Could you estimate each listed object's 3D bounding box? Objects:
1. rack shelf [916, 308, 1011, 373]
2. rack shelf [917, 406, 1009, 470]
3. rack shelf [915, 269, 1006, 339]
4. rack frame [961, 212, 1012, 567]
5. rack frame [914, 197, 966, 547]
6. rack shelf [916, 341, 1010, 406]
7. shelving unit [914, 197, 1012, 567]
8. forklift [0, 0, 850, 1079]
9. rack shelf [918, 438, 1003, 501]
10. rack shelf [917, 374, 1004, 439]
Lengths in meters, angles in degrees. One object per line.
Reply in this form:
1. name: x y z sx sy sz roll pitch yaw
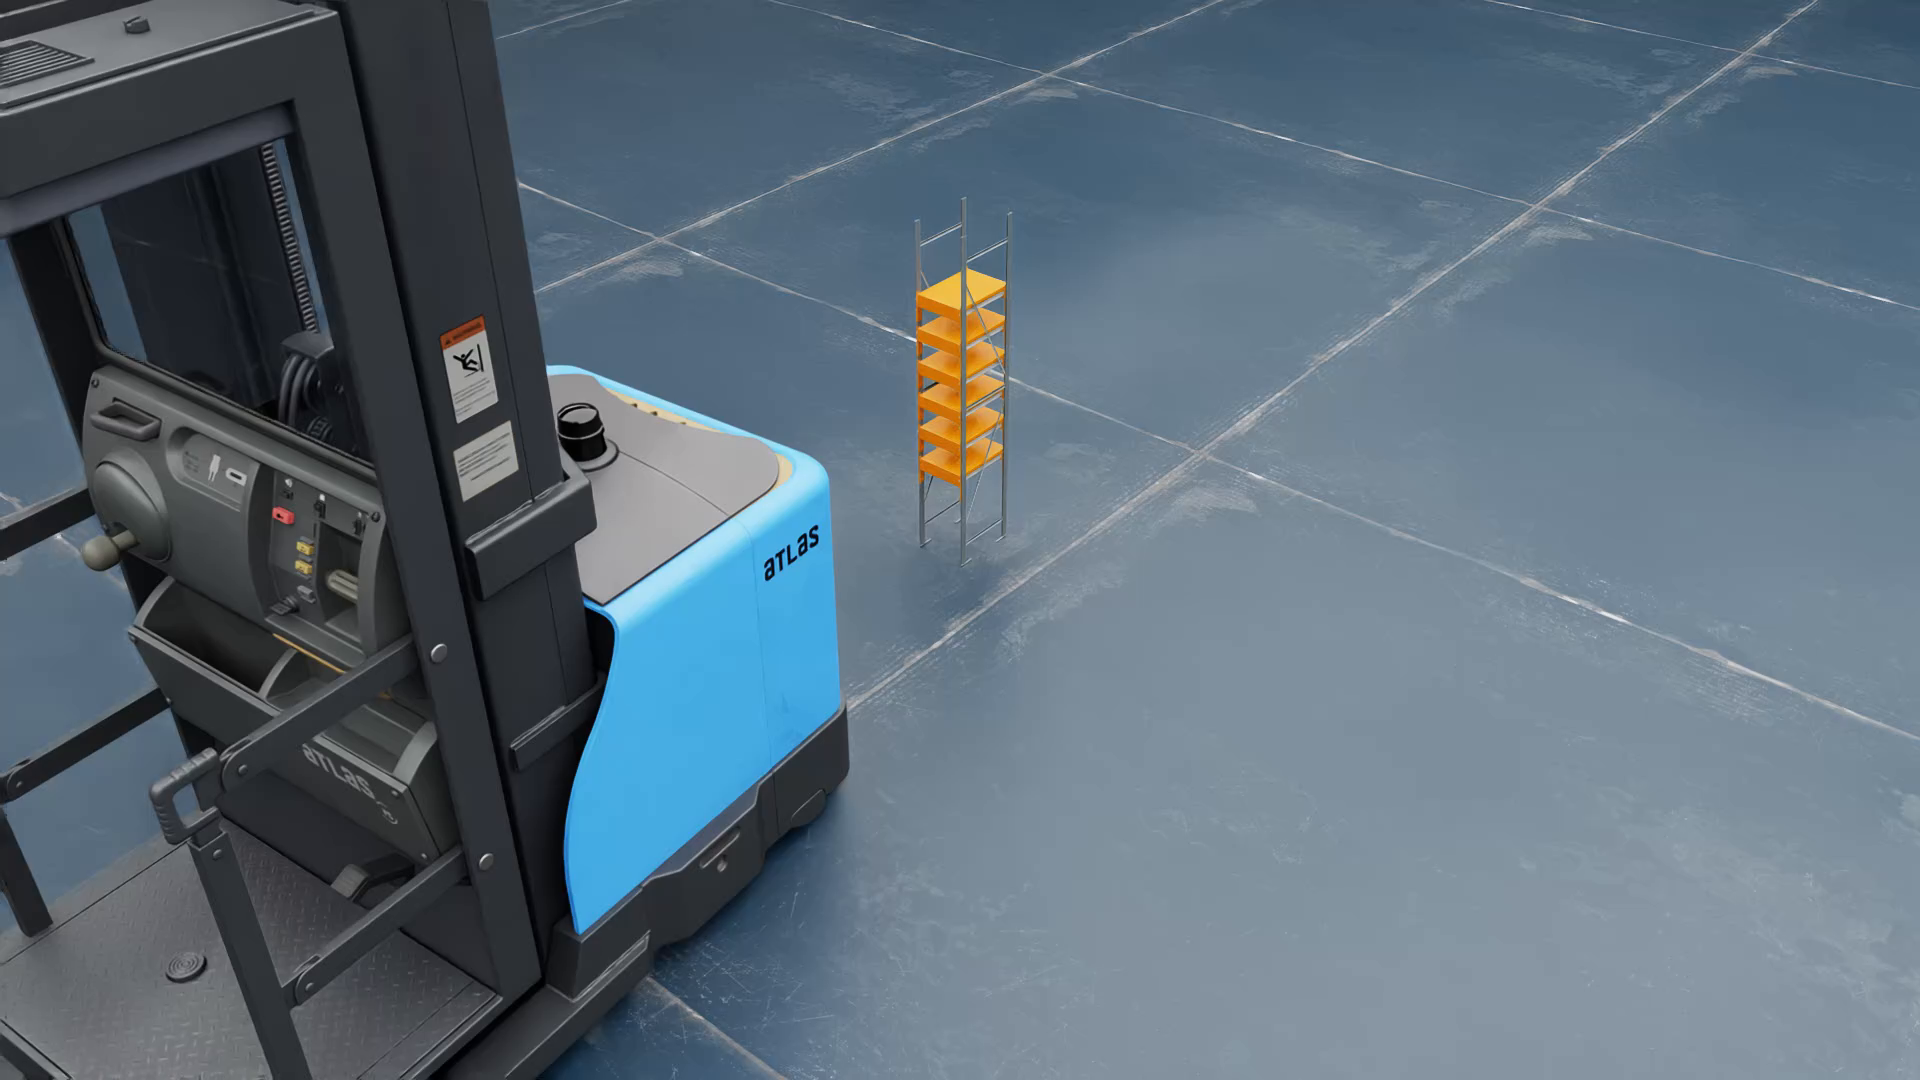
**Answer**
1. rack shelf: 0.011 -0.651 5.292 0.180 0.103 0.258 25 42 32
2. rack shelf: 0.011 -0.354 5.496 0.180 0.103 0.258 25 42 32
3. rack shelf: 0.011 -0.749 5.224 0.180 0.103 0.258 25 42 32
4. rack frame: 0.081 -0.456 5.354 0.006 1.200 0.240 25 42 32
5. rack frame: -0.059 -0.523 5.451 0.006 1.200 0.240 25 42 32
6. rack shelf: 0.011 -0.552 5.360 0.180 0.103 0.258 25 42 32
7. shelving unit: 0.011 -0.489 5.403 0.189 1.200 0.258 25 42 32
8. forklift: -1.561 0.014 3.141 1.130 2.935 3.031 21 40 28
9. rack shelf: 0.011 -0.255 5.564 0.180 0.103 0.258 25 42 32
10. rack shelf: 0.011 -0.453 5.428 0.180 0.103 0.258 25 42 32
